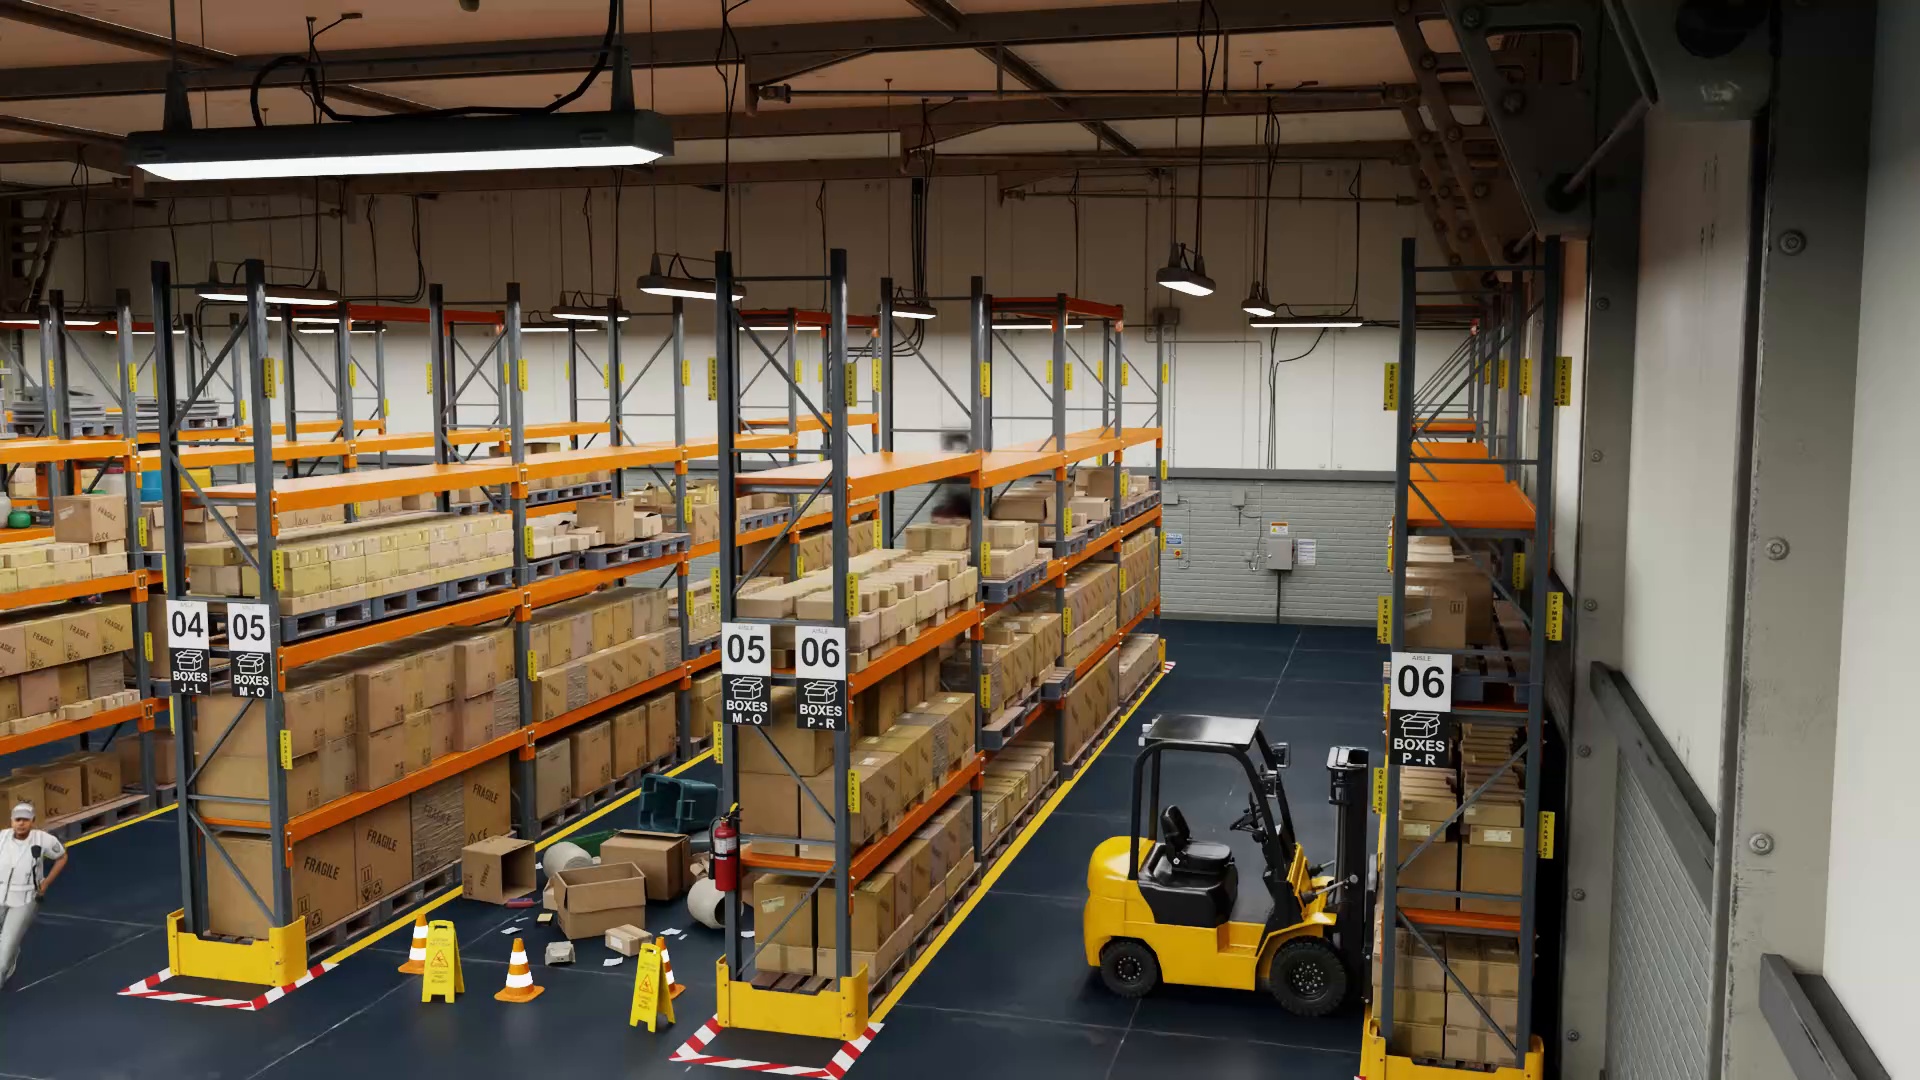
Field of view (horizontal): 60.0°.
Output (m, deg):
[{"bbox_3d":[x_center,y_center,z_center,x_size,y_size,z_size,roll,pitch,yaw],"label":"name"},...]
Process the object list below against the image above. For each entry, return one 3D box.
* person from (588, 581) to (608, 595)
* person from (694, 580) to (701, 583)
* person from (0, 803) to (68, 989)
[{"bbox_3d":[-5.823,1.449,26.848,0.656,1.761,0.657,1,6,6],"label":"person"},{"bbox_3d":[-4.354,1.459,27.559,0.566,1.610,0.588,2,6,19],"label":"person"},{"bbox_3d":[-7.671,2.935,13.584,0.652,1.640,0.893,-1,6,-8],"label":"person"}]
